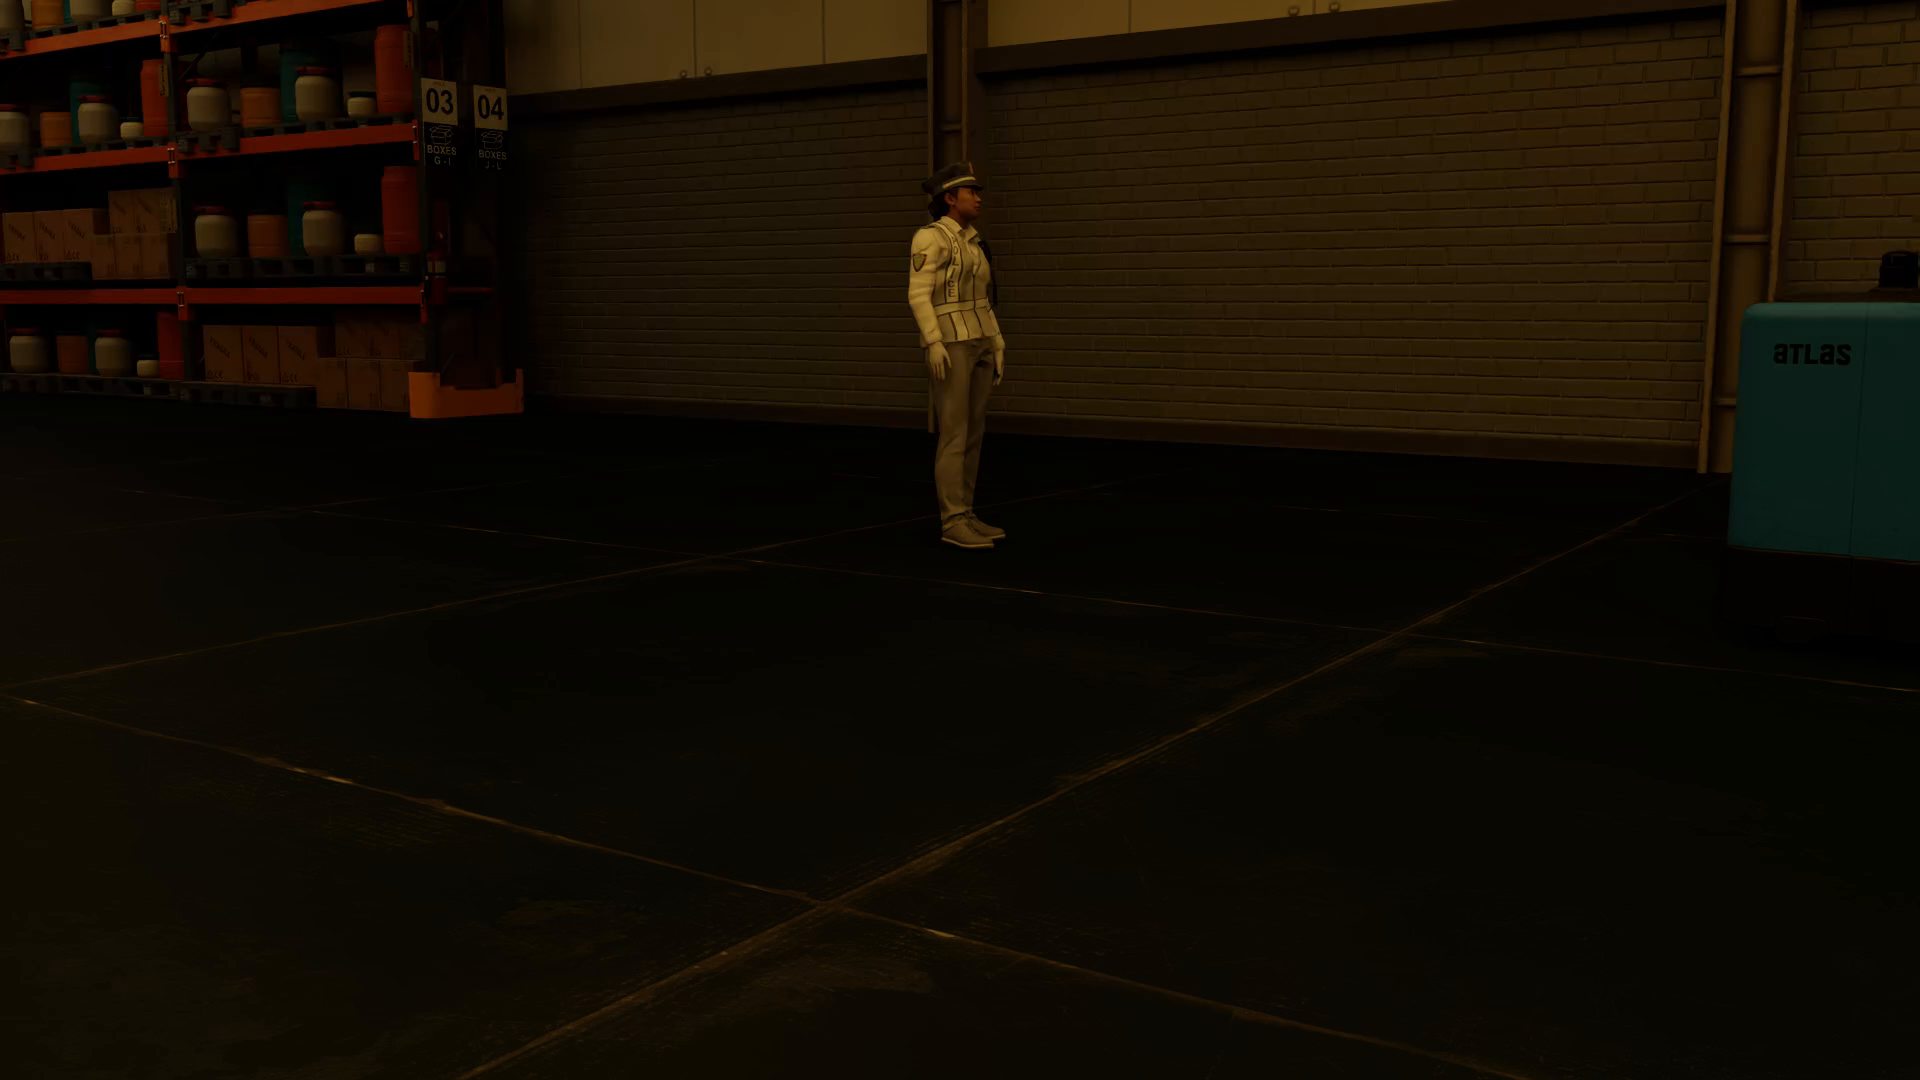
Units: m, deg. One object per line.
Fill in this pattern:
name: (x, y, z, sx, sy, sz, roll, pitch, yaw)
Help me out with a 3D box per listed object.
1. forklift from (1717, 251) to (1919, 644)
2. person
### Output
forklift: (3.930, -1.062, 4.662, 3.031, 2.935, 1.130, 5, 10, 34)
person: (0.053, -0.840, 7.439, 0.530, 1.694, 0.586, 5, 10, 34)
